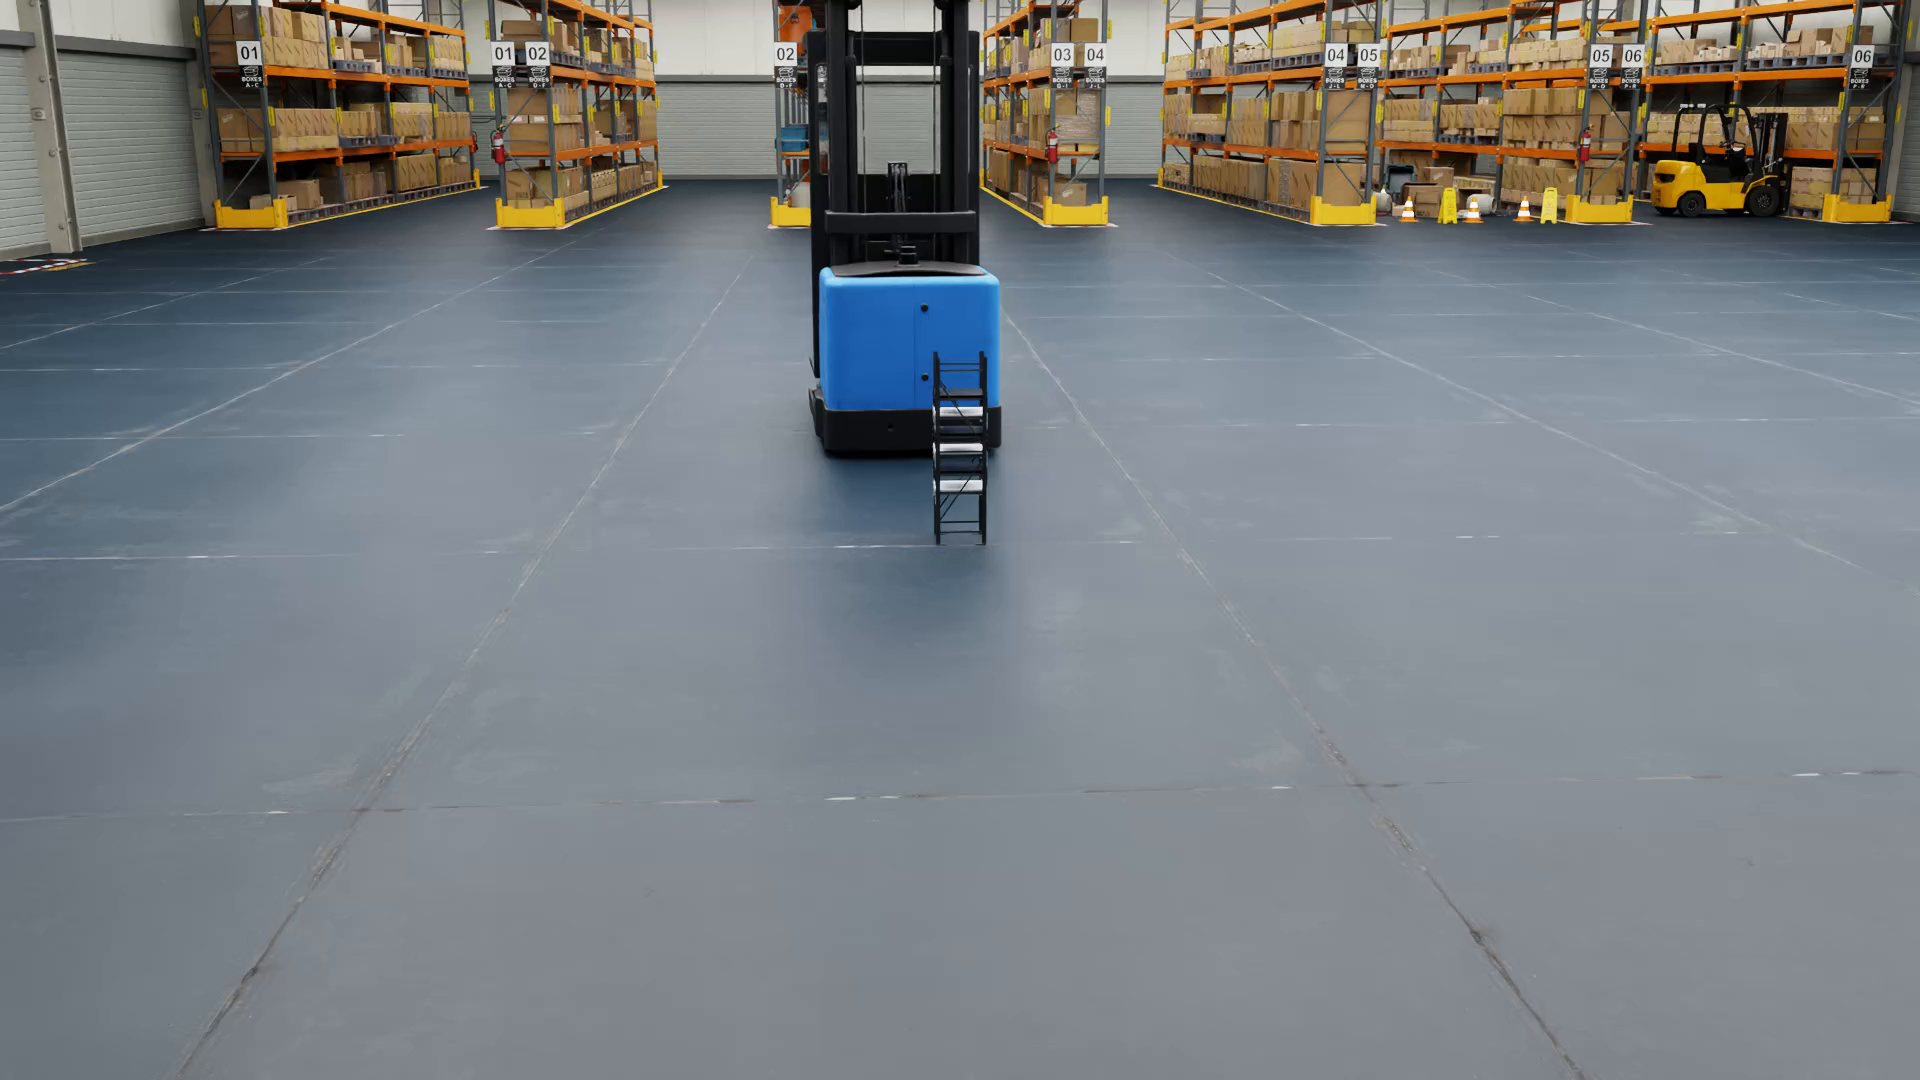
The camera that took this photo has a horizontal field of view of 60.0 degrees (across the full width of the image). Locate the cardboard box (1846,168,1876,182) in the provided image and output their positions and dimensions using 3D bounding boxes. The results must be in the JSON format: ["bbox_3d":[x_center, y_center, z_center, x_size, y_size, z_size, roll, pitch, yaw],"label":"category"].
[{"bbox_3d":[17.141,-6.989,31.838,0.500,0.250,0.500,-1,14,-4],"label":"cardboard box"}]

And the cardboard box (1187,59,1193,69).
[{"bbox_3d":[6.068,-12.049,42.113,0.500,0.250,0.500,-2,15,-6],"label":"cardboard box"}]

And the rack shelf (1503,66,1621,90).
[{"bbox_3d":[11.904,-9.035,32.544,1.077,0.370,4.000,-1,14,-3],"label":"rack shelf"}]

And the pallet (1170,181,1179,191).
[{"bbox_3d":[6.194,-9.436,44.276,1.003,0.211,1.213,-1,14,-3],"label":"pallet"}]

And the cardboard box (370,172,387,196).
[{"bbox_3d":[-13.094,-7.864,36.705,0.700,0.500,0.500,-1,14,-3],"label":"cardboard box"}]

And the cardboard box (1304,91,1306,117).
[{"bbox_3d":[7.084,-8.297,31.784,0.875,0.550,0.550,-1,14,-3],"label":"cardboard box"}]

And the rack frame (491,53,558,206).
[{"bbox_3d":[-7.751,-7.128,29.710,1.000,3.000,0.127,-1,14,-3],"label":"rack frame"}]

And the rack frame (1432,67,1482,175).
[{"bbox_3d":[11.532,-9.422,38.628,1.000,3.000,0.127,-1,14,-3],"label":"rack frame"}]

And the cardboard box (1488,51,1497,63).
[{"bbox_3d":[11.573,-10.280,35.399,0.500,0.250,0.500,-1,14,-3],"label":"cardboard box"}]

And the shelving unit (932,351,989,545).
[{"bbox_3d":[0.000,-0.438,7.922,0.258,0.900,0.210,-1,14,-3],"label":"shelving unit"}]

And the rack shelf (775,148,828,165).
[{"bbox_3d":[-2.931,-7.352,32.026,1.077,0.370,4.000,-1,14,-3],"label":"rack shelf"}]

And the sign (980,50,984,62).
[{"bbox_3d":[0.591,-13.166,45.246,0.100,0.325,0.005,-1,14,-3],"label":"sign"}]

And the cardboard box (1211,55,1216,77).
[{"bbox_3d":[6.238,-11.209,39.350,0.500,0.500,0.500,-1,14,-3],"label":"cardboard box"}]

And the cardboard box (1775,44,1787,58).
[{"bbox_3d":[16.523,-9.771,33.188,0.396,0.266,0.258,-1,14,-5],"label":"cardboard box"}]

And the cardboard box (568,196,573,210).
[{"bbox_3d":[-7.627,-6.385,31.498,0.500,0.250,0.500,-1,14,-3],"label":"cardboard box"}]

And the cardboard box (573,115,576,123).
[{"bbox_3d":[-7.719,-8.229,32.487,0.380,0.149,0.250,-1,14,-4],"label":"cardboard box"}]

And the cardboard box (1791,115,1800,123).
[{"bbox_3d":[16.577,-8.274,32.660,0.380,0.149,0.250,-1,14,-3],"label":"cardboard box"}]

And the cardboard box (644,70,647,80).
[{"bbox_3d":[-8.368,-11.990,42.889,0.500,0.250,0.500,-1,14,-3],"label":"cardboard box"}]

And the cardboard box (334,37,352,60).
[{"bbox_3d":[-12.973,-10.194,34.562,0.500,0.500,0.500,-1,14,-5],"label":"cardboard box"}]

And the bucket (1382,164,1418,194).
[{"bbox_3d":[9.155,-7.479,34.592,0.726,0.611,0.620,4,5,16],"label":"bucket"}]

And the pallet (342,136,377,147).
[{"bbox_3d":[-13.027,-8.455,35.255,1.003,0.211,1.213,-1,14,-3],"label":"pallet"}]

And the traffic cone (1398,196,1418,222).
[{"bbox_3d":[8.478,-6.257,31.415,0.336,0.463,0.334,-1,14,-3],"label":"traffic cone"}]

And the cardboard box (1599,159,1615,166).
[{"bbox_3d":[16.138,-9.385,41.353,0.380,0.149,0.250,0,14,-1],"label":"cardboard box"}]

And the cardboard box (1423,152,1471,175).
[{"bbox_3d":[11.572,-8.770,39.513,0.875,0.875,0.875,-1,14,-4],"label":"cardboard box"}]

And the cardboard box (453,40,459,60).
[{"bbox_3d":[-13.348,-12.722,43.186,0.500,0.500,0.500,0,14,-2],"label":"cardboard box"}]

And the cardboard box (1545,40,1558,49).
[{"bbox_3d":[11.583,-9.610,32.243,0.380,0.149,0.250,-1,14,-2],"label":"cardboard box"}]

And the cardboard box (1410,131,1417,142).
[{"bbox_3d":[11.179,-9.724,40.100,0.500,0.250,0.500,-1,14,-4],"label":"cardboard box"}]

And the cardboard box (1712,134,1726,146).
[{"bbox_3d":[16.441,-8.554,35.553,0.500,0.250,0.500,-1,14,-2],"label":"cardboard box"}]

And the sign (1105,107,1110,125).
[{"bbox_3d":[2.678,-7.708,30.225,0.100,0.325,0.005,-1,14,-3],"label":"sign"}]

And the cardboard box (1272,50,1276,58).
[{"bbox_3d":[6.529,-9.813,33.587,0.380,0.149,0.250,-1,14,-4],"label":"cardboard box"}]

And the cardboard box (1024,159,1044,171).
[{"bbox_3d":[1.712,-8.469,37.551,0.500,0.250,0.500,0,14,-1],"label":"cardboard box"}]

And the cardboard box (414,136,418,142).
[{"bbox_3d":[-13.100,-9.527,39.496,0.380,0.149,0.250,-1,14,-5],"label":"cardboard box"}]

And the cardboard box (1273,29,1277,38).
[{"bbox_3d":[6.529,-10.199,33.488,0.380,0.149,0.250,-1,14,-3],"label":"cardboard box"}]

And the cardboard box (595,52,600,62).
[{"bbox_3d":[-8.112,-10.459,36.094,0.500,0.250,0.500,0,14,-2],"label":"cardboard box"}]

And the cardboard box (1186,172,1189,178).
[{"bbox_3d":[6.013,-9.356,42.651,0.380,0.149,0.250,-1,14,-2],"label":"cardboard box"}]

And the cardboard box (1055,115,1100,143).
[{"bbox_3d":[2.130,-7.610,30.784,0.875,0.500,0.500,-1,14,-3],"label":"cardboard box"}]

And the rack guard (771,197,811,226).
[{"bbox_3d":[-2.858,-6.011,30.385,1.175,0.500,0.348,-1,14,-3],"label":"rack guard"}]

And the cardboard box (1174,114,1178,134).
[{"bbox_3d":[5.968,-11.006,43.984,0.500,0.500,0.500,-1,14,-5],"label":"cardboard box"}]

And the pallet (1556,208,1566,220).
[{"bbox_3d":[12.008,-6.304,32.103,1.003,0.211,1.213,-1,14,-3],"label":"pallet"}]

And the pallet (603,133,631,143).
[{"bbox_3d":[-8.372,-9.508,39.346,1.003,0.211,1.213,-1,14,-3],"label":"pallet"}]

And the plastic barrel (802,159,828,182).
[{"bbox_3d":[-3.350,-8.467,38.426,0.600,0.830,0.708,-1,14,-3],"label":"plastic barrel"}]

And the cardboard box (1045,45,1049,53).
[{"bbox_3d":[1.783,-9.050,30.662,0.380,0.149,0.250,-2,15,-6],"label":"cardboard box"}]

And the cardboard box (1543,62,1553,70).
[{"bbox_3d":[11.587,-9.230,32.363,0.380,0.149,0.250,-1,14,-4],"label":"cardboard box"}]

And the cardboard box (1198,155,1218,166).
[{"bbox_3d":[6.167,-9.351,41.021,0.500,0.250,0.500,0,14,-2],"label":"cardboard box"}]

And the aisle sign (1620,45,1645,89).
[{"bbox_3d":[12.341,-8.681,30.530,0.394,0.787,0.004,-1,14,-3],"label":"aisle sign"}]

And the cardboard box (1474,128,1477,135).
[{"bbox_3d":[11.424,-8.887,36.208,0.380,0.149,0.250,-1,14,-3],"label":"cardboard box"}]

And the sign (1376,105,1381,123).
[{"bbox_3d":[7.648,-7.796,30.410,0.100,0.325,0.005,-1,14,-3],"label":"sign"}]

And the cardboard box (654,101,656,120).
[{"bbox_3d":[-8.440,-11.533,44.625,0.500,0.500,0.500,-1,14,-4],"label":"cardboard box"}]

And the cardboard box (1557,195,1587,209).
[{"bbox_3d":[11.708,-6.507,31.974,0.500,0.250,0.500,-1,14,-4],"label":"cardboard box"}]

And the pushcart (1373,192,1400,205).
[{"bbox_3d":[9.507,-7.110,34.903,1.648,0.377,0.936,-6,16,-23],"label":"pushcart"}]

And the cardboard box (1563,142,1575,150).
[{"bbox_3d":[11.665,-7.462,31.513,0.380,0.149,0.250,-1,14,-4],"label":"cardboard box"}]

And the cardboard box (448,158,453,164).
[{"bbox_3d":[-13.254,-9.747,42.762,0.380,0.149,0.250,-1,14,-5],"label":"cardboard box"}]

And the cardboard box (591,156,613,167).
[{"bbox_3d":[-8.646,-9.105,40.023,0.500,0.250,0.500,-1,14,-3],"label":"cardboard box"}]

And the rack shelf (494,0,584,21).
[{"bbox_3d":[-7.875,-9.989,31.035,1.077,0.370,4.000,-1,14,-3],"label":"rack shelf"}]

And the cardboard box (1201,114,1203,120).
[{"bbox_3d":[6.017,-10.192,40.086,0.380,0.149,0.250,0,14,-2],"label":"cardboard box"}]

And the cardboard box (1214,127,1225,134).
[{"bbox_3d":[6.108,-9.518,38.661,0.380,0.149,0.250,-1,14,-3],"label":"cardboard box"}]

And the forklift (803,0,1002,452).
[{"bbox_3d":[-0.450,-2.259,10.922,1.130,2.935,3.031,-2,15,-7],"label":"forklift"}]
